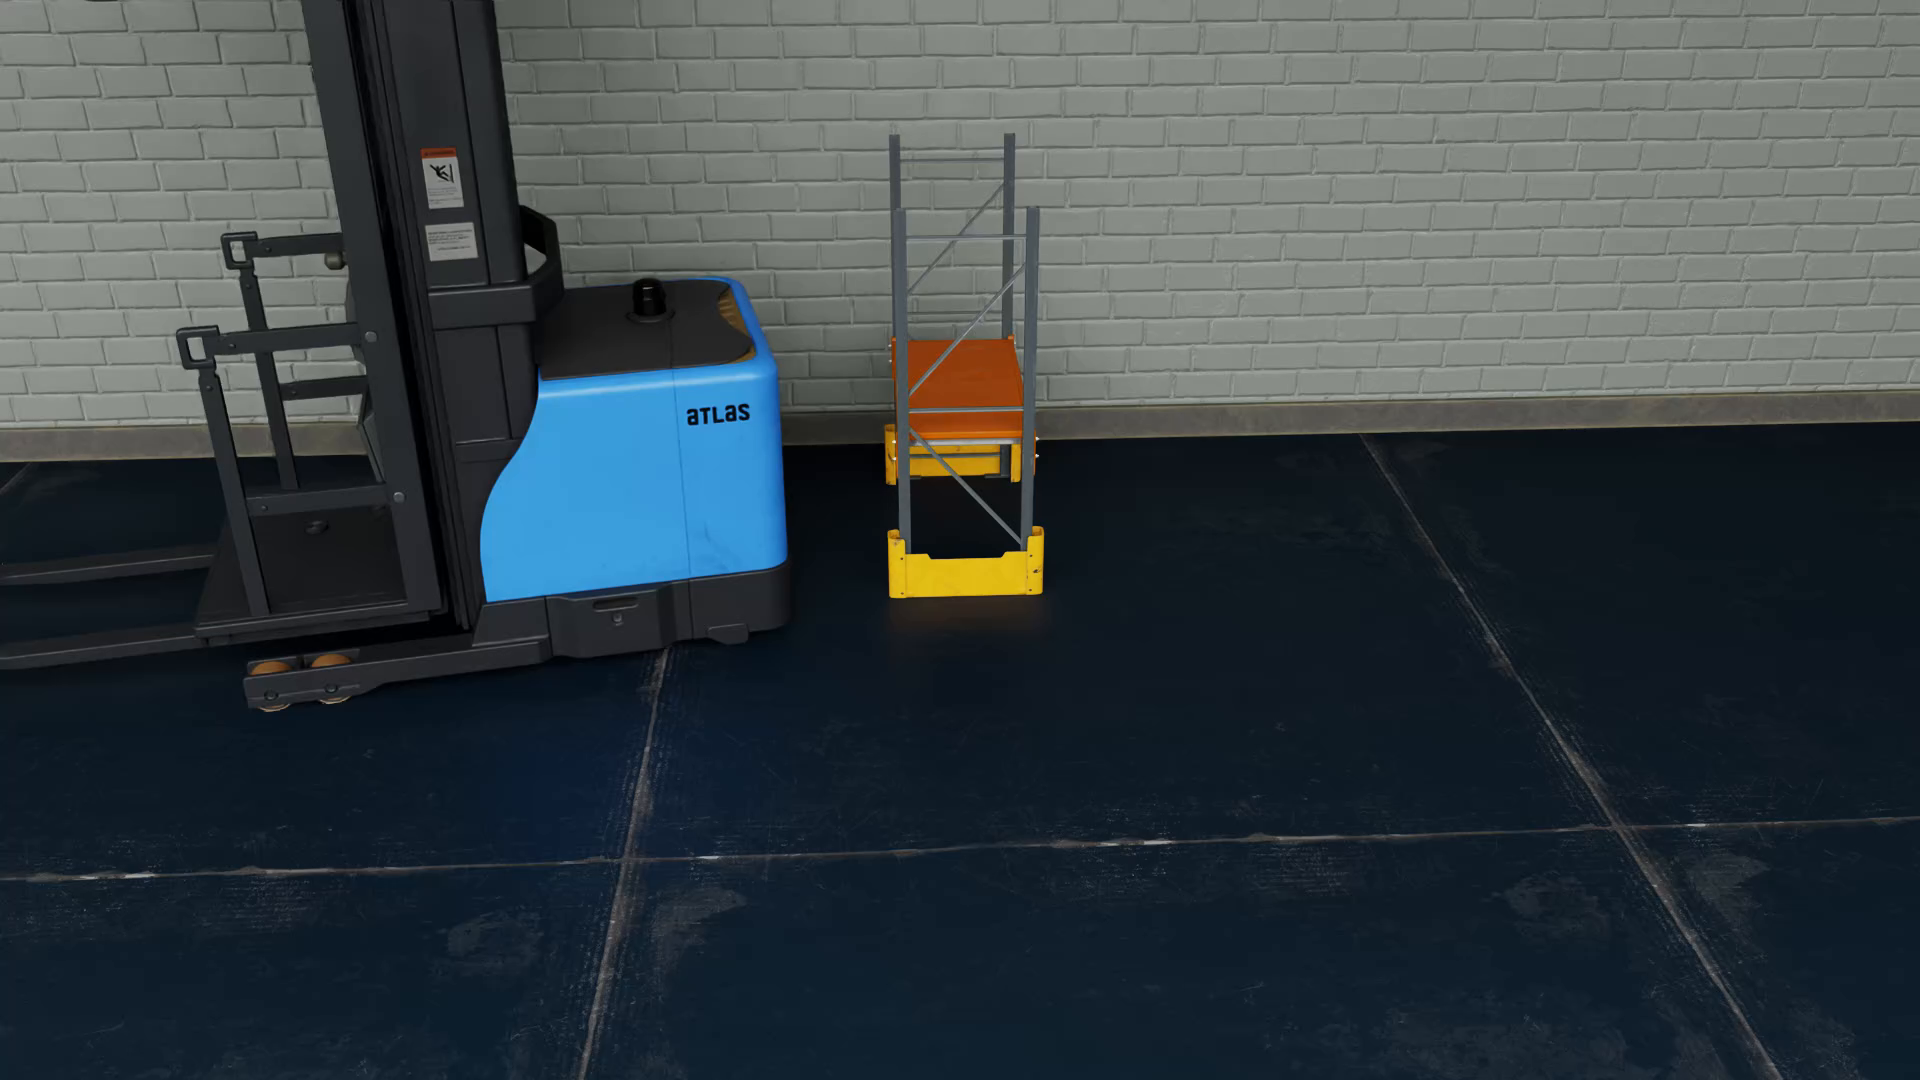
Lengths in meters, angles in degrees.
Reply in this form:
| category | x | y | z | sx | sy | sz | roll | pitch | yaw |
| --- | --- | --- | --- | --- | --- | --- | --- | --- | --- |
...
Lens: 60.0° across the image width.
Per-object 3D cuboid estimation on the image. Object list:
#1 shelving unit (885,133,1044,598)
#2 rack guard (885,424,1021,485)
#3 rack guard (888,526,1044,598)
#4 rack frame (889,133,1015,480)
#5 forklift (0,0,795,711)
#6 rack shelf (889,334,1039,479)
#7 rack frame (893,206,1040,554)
| category | x | y | z | sx | sy | sz | roll | pitch | yaw |
| --- | --- | --- | --- | --- | --- | --- | --- | --- | --- |
| shelving unit | -0.004 | -0.700 | 6.471 | 0.587 | 1.500 | 1.083 | -1 | 28 | -3 |
| rack guard | -0.030 | -0.376 | 7.201 | 0.587 | 0.250 | 0.087 | -1 | 28 | -3 |
| rack guard | 0.022 | 0.084 | 6.319 | 0.587 | 0.250 | 0.087 | -1 | 28 | -3 |
| rack frame | -0.031 | -0.939 | 6.929 | 0.500 | 1.500 | 0.032 | -1 | 28 | -3 |
| forklift | -2.178 | -0.989 | 5.476 | 3.031 | 2.935 | 1.130 | -7 | 28 | -13 |
| rack shelf | -0.004 | -0.545 | 6.562 | 0.538 | 0.185 | 1.000 | -1 | 28 | -3 |
| rack frame | 0.022 | -0.470 | 6.029 | 0.500 | 1.500 | 0.032 | -1 | 28 | -3 |
